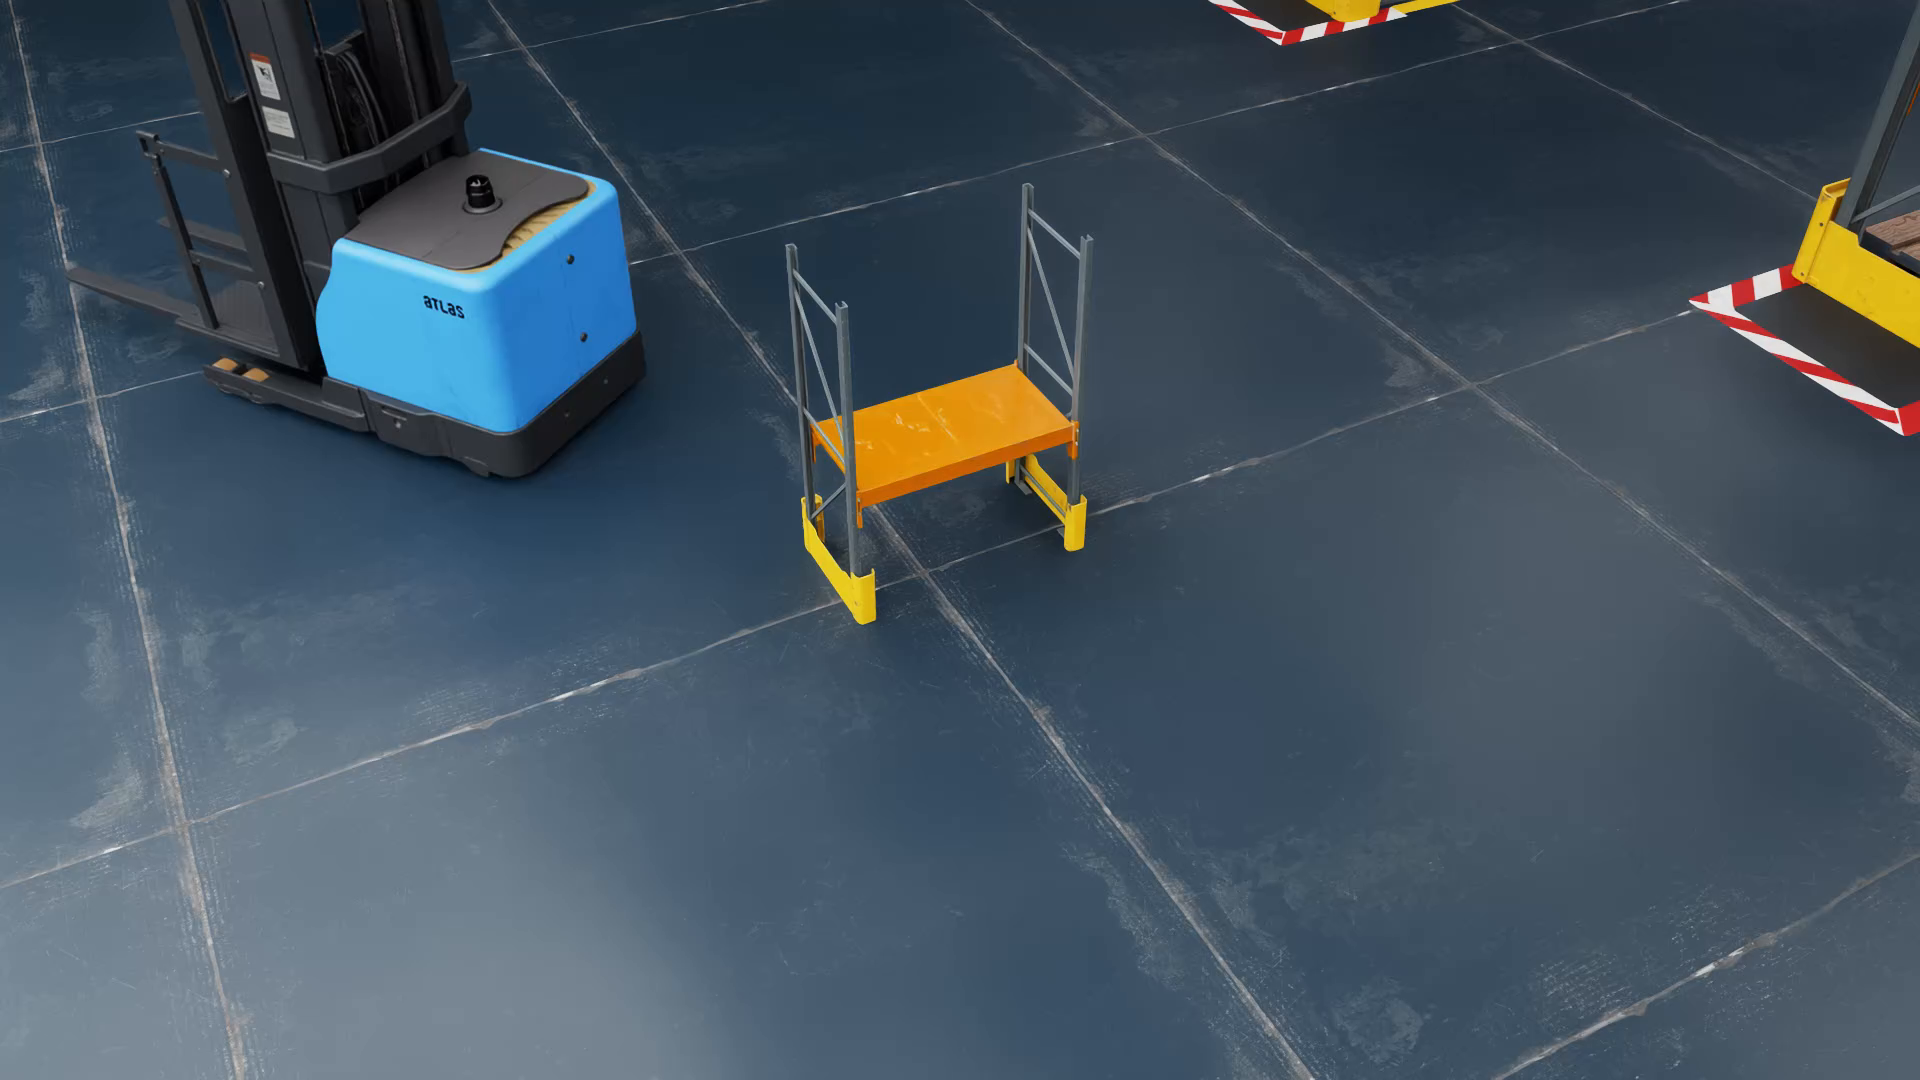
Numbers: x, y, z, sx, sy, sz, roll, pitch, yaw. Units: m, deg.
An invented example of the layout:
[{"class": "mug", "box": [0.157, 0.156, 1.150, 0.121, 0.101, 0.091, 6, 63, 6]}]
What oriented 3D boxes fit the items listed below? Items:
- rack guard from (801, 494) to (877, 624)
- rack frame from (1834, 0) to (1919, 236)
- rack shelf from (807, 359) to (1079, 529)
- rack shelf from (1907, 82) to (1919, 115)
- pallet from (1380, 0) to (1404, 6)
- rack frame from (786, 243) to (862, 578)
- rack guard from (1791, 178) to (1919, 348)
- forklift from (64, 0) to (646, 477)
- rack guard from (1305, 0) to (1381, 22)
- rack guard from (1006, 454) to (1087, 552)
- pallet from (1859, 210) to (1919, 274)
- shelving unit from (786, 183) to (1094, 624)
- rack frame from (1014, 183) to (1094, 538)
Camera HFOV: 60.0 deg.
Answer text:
[{"class": "rack guard", "box": [-0.509, 0.076, 6.967, 0.087, 0.250, 0.587, -19, 44, -21]}, {"class": "rack frame", "box": [4.823, -2.253, 7.590, 0.127, 3.000, 1.000, -19, 44, -21]}, {"class": "rack shelf", "box": [-0.076, -0.410, 6.852, 1.000, 0.185, 0.538, -19, 44, -21]}, {"class": "rack shelf", "box": [6.597, -2.575, 8.528, 4.000, 0.370, 1.077, -19, 44, -21]}, {"class": "pallet", "box": [3.197, -4.281, 12.143, 1.213, 0.211, 1.003, -19, 44, -21]}, {"class": "rack frame", "box": [-0.527, -0.395, 6.556, 0.032, 1.500, 0.500, -19, 44, -21]}, {"class": "rack guard", "box": [4.869, -1.349, 8.456, 0.348, 0.500, 1.175, -19, 44, -21]}, {"class": "forklift", "box": [-3.085, -2.063, 7.418, 3.031, 2.935, 1.130, 18, 43, 20]}, {"class": "rack guard", "box": [2.517, -4.131, 11.744, 0.348, 0.500, 1.175, -19, 44, -21]}, {"class": "rack guard", "box": [0.374, -0.221, 7.318, 0.087, 0.250, 0.587, -19, 44, -21]}, {"class": "pallet", "box": [5.592, -1.478, 8.832, 1.213, 0.211, 1.003, -19, 44, -21]}, {"class": "shelving unit", "box": [-0.068, -0.550, 6.739, 1.083, 1.500, 0.587, -19, 44, -21]}, {"class": "rack frame", "box": [0.375, -0.699, 6.915, 0.032, 1.500, 0.500, -19, 44, -21]}]
